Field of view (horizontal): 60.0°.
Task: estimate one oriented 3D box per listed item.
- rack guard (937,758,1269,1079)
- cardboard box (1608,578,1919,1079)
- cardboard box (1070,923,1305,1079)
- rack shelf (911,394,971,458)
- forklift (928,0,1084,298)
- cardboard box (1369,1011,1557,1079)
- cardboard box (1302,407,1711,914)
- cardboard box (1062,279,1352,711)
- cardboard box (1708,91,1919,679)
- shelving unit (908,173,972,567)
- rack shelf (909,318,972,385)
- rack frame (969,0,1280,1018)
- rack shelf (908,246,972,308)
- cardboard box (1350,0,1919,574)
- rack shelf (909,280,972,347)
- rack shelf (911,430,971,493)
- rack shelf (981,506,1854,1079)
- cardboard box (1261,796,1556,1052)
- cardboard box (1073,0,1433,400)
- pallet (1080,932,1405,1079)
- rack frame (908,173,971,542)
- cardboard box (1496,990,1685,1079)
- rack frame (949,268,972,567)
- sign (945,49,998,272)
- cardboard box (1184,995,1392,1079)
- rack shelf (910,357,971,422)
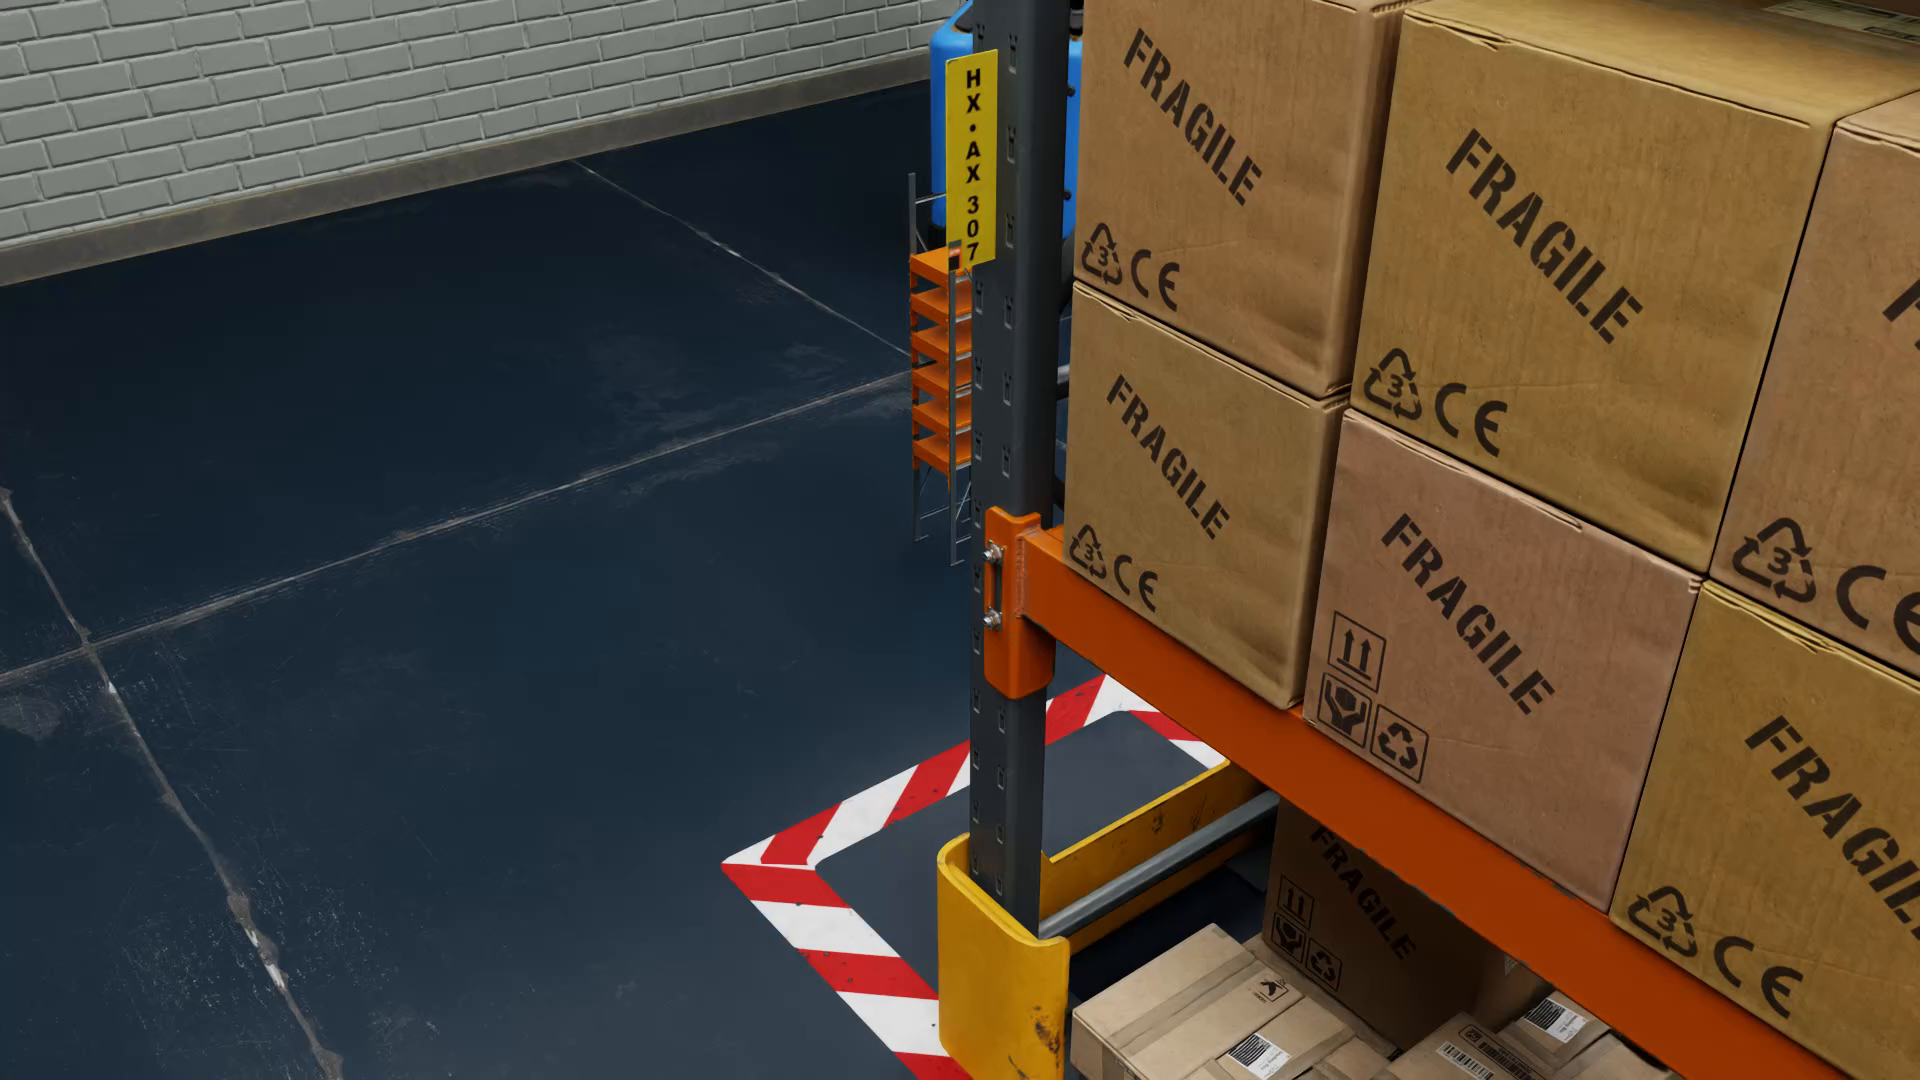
[{"bbox_3d":[0.495,0.720,3.617,1.175,0.500,0.348,-22,38,-31],"label":"rack guard"},{"bbox_3d":[1.138,0.278,1.865,0.500,0.500,0.500,-22,38,-32],"label":"cardboard box"},{"bbox_3d":[0.434,0.936,3.185,0.380,0.149,0.250,-22,38,-31],"label":"cardboard box"},{"bbox_3d":[0.009,-0.364,5.010,0.258,0.103,0.180,-22,38,-31],"label":"rack shelf"},{"bbox_3d":[0.747,-2.939,7.204,1.130,2.935,3.031,8,33,13],"label":"forklift"},{"bbox_3d":[0.865,1.134,2.770,0.500,0.250,0.500,-22,38,-31],"label":"cardboard box"},{"bbox_3d":[0.833,0.067,2.204,0.500,0.500,0.500,-23,38,-32],"label":"cardboard box"},{"bbox_3d":[0.512,-0.146,2.547,0.500,0.500,0.500,-21,38,-30],"label":"cardboard box"},{"bbox_3d":[1.142,-0.145,1.598,0.500,0.500,0.500,-22,38,-31],"label":"cardboard box"},{"bbox_3d":[0.009,-0.504,4.924,0.258,1.200,0.189,-22,38,-31],"label":"shelving unit"},{"bbox_3d":[0.009,-0.568,4.884,0.258,0.103,0.180,-22,38,-31],"label":"rack shelf"},{"bbox_3d":[0.449,-0.374,3.009,1.000,3.000,0.127,-22,38,-31],"label":"rack frame"},{"bbox_3d":[0.009,-0.772,4.757,0.258,0.103,0.180,-22,38,-31],"label":"rack shelf"},{"bbox_3d":[0.839,-0.355,1.937,0.500,0.500,0.500,-22,38,-31],"label":"cardboard box"},{"bbox_3d":[0.009,-0.670,4.821,0.258,0.103,0.180,-22,38,-31],"label":"rack shelf"},{"bbox_3d":[0.009,-0.262,5.074,0.258,0.103,0.180,-22,38,-31],"label":"rack shelf"},{"bbox_3d":[1.675,0.765,1.856,1.077,0.370,4.000,-22,38,-31],"label":"rack shelf"},{"bbox_3d":[0.977,0.648,3.316,0.500,0.500,0.500,-22,38,-31],"label":"cardboard box"},{"bbox_3d":[0.512,-0.571,2.283,0.500,0.500,0.500,-21,38,-30],"label":"cardboard box"},{"bbox_3d":[0.985,1.175,3.159,1.003,0.211,1.213,-22,38,-31],"label":"pallet"},{"bbox_3d":[-0.047,-0.542,4.985,0.240,1.200,0.006,-22,38,-31],"label":"rack frame"},{"bbox_3d":[1.154,0.988,3.085,0.380,0.166,0.250,-22,38,-31],"label":"cardboard box"},{"bbox_3d":[0.065,-0.466,4.862,0.240,1.200,0.006,-22,38,-31],"label":"rack frame"},{"bbox_3d":[0.020,-0.566,2.497,0.100,0.325,0.005,-22,38,-31],"label":"sign"},{"bbox_3d":[0.587,1.033,3.012,0.380,0.166,0.250,-22,38,-31],"label":"cardboard box"},{"bbox_3d":[0.009,-0.466,4.947,0.258,0.103,0.180,-22,38,-31],"label":"rack shelf"}]
